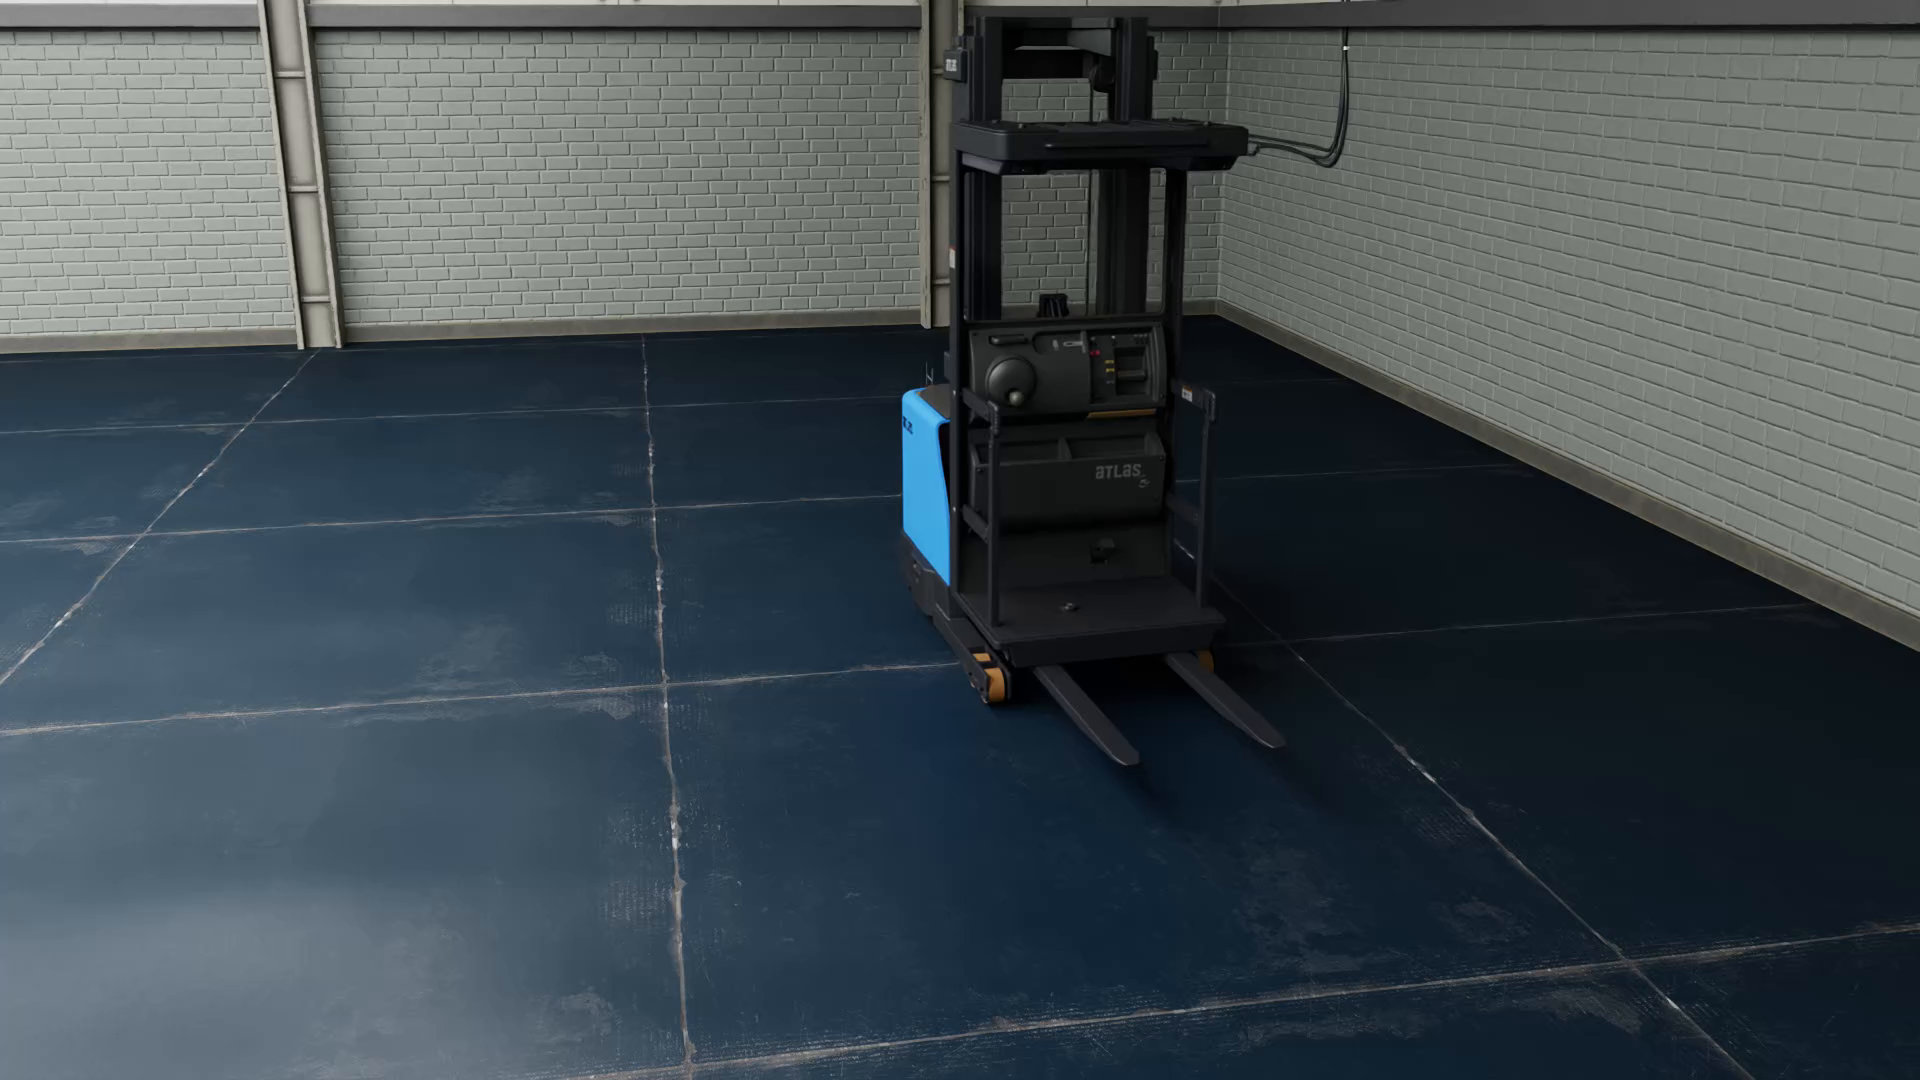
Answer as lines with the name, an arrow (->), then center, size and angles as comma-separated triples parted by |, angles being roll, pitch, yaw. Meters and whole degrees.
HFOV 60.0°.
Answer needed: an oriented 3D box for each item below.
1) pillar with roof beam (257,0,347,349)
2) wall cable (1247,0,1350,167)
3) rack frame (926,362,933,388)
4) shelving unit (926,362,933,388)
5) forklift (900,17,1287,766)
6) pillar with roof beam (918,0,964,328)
pillar with roof beam -> -5.256, -4.914, 10.486 | 0.400, 9.000, 9.100 | -3, 17, -10
wall cable -> 2.962, -4.788, 15.363 | 0.112, 2.526, 3.097 | -3, 17, -10
rack frame -> -0.172, -0.492, 9.626 | 0.008, 1.050, 0.200 | -3, 17, -10
shelving unit -> -0.053, -0.499, 9.648 | 0.252, 1.050, 0.215 | -3, 17, -10
forklift -> 0.555, -0.792, 7.399 | 1.130, 2.935, 3.031 | -4, 18, -14
pillar with roof beam -> 0.635, -5.249, 11.574 | 0.400, 9.000, 9.100 | -3, 17, -10
